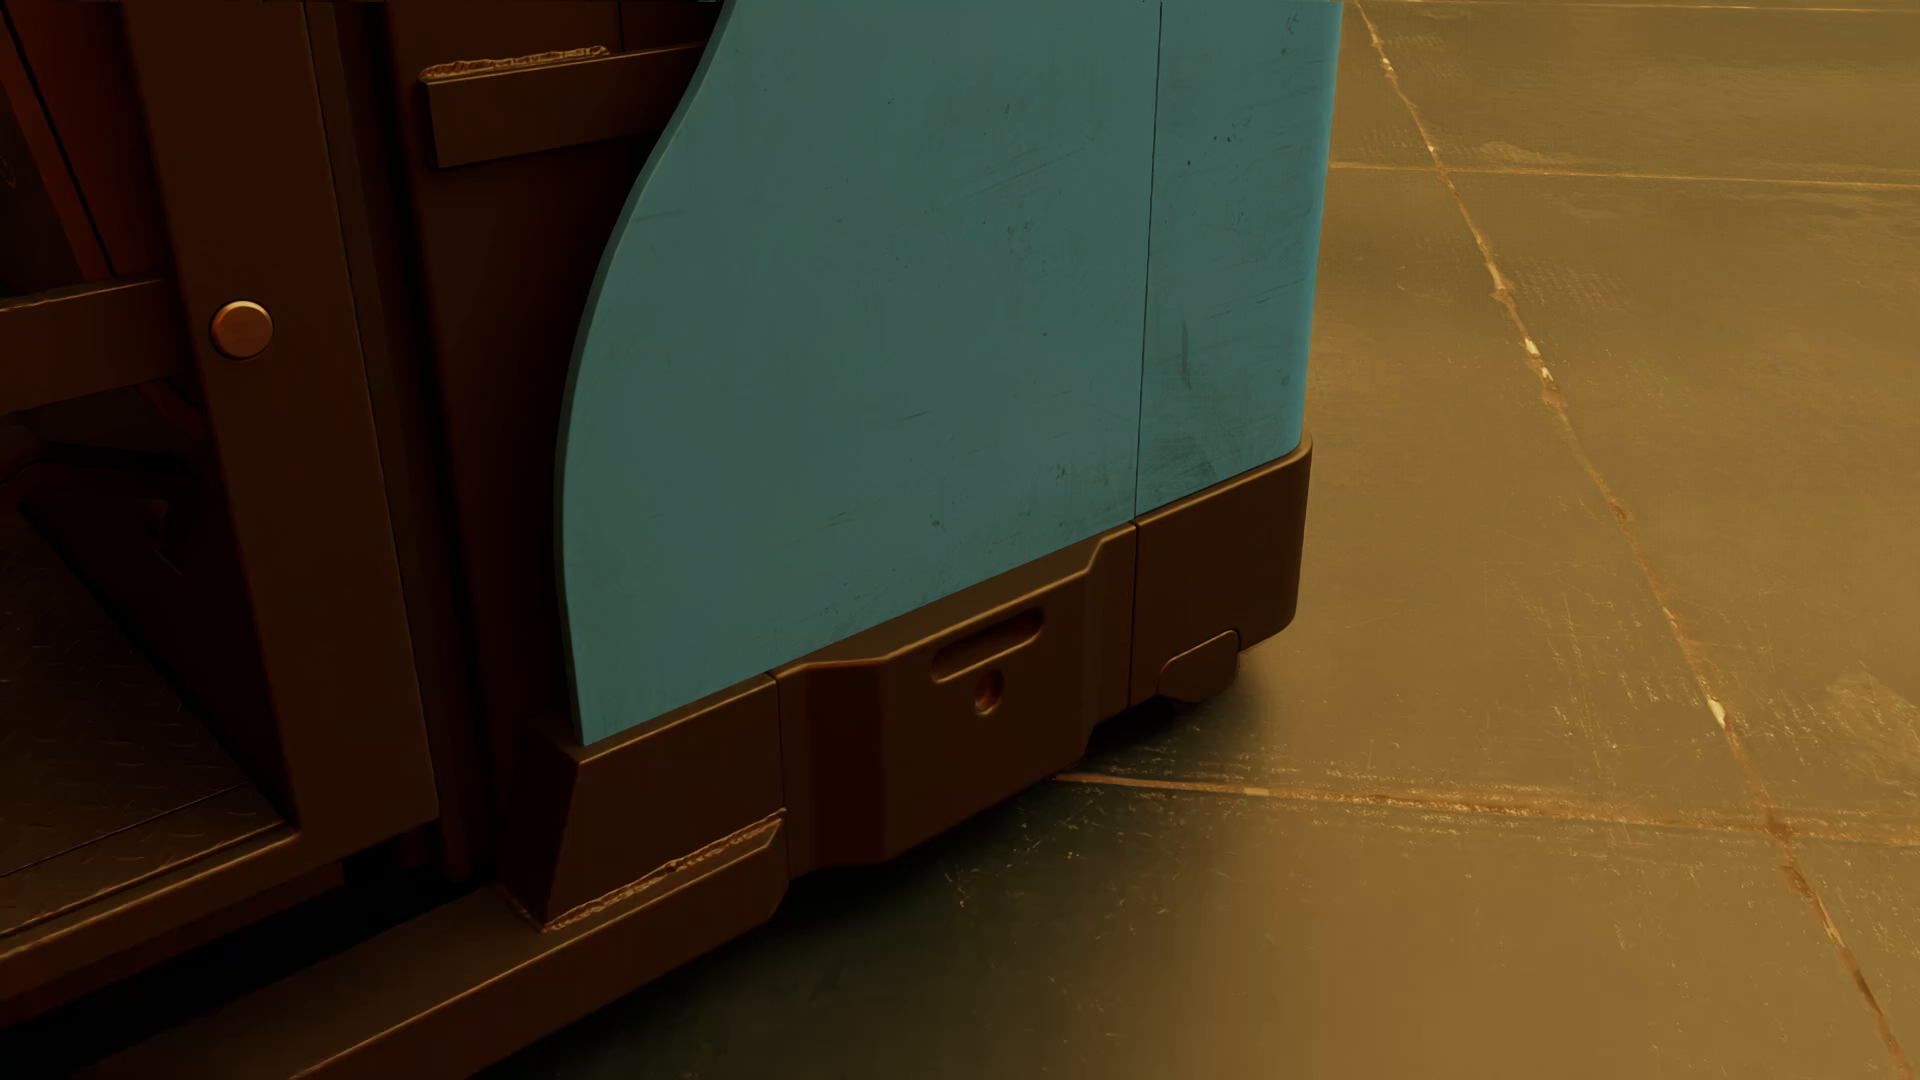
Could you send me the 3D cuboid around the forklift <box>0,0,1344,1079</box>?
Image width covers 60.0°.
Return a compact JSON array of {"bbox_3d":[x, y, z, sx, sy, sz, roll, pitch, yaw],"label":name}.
[{"bbox_3d":[-1.004,-0.891,1.002,3.031,2.935,1.130,-21,34,-36],"label":"forklift"}]
